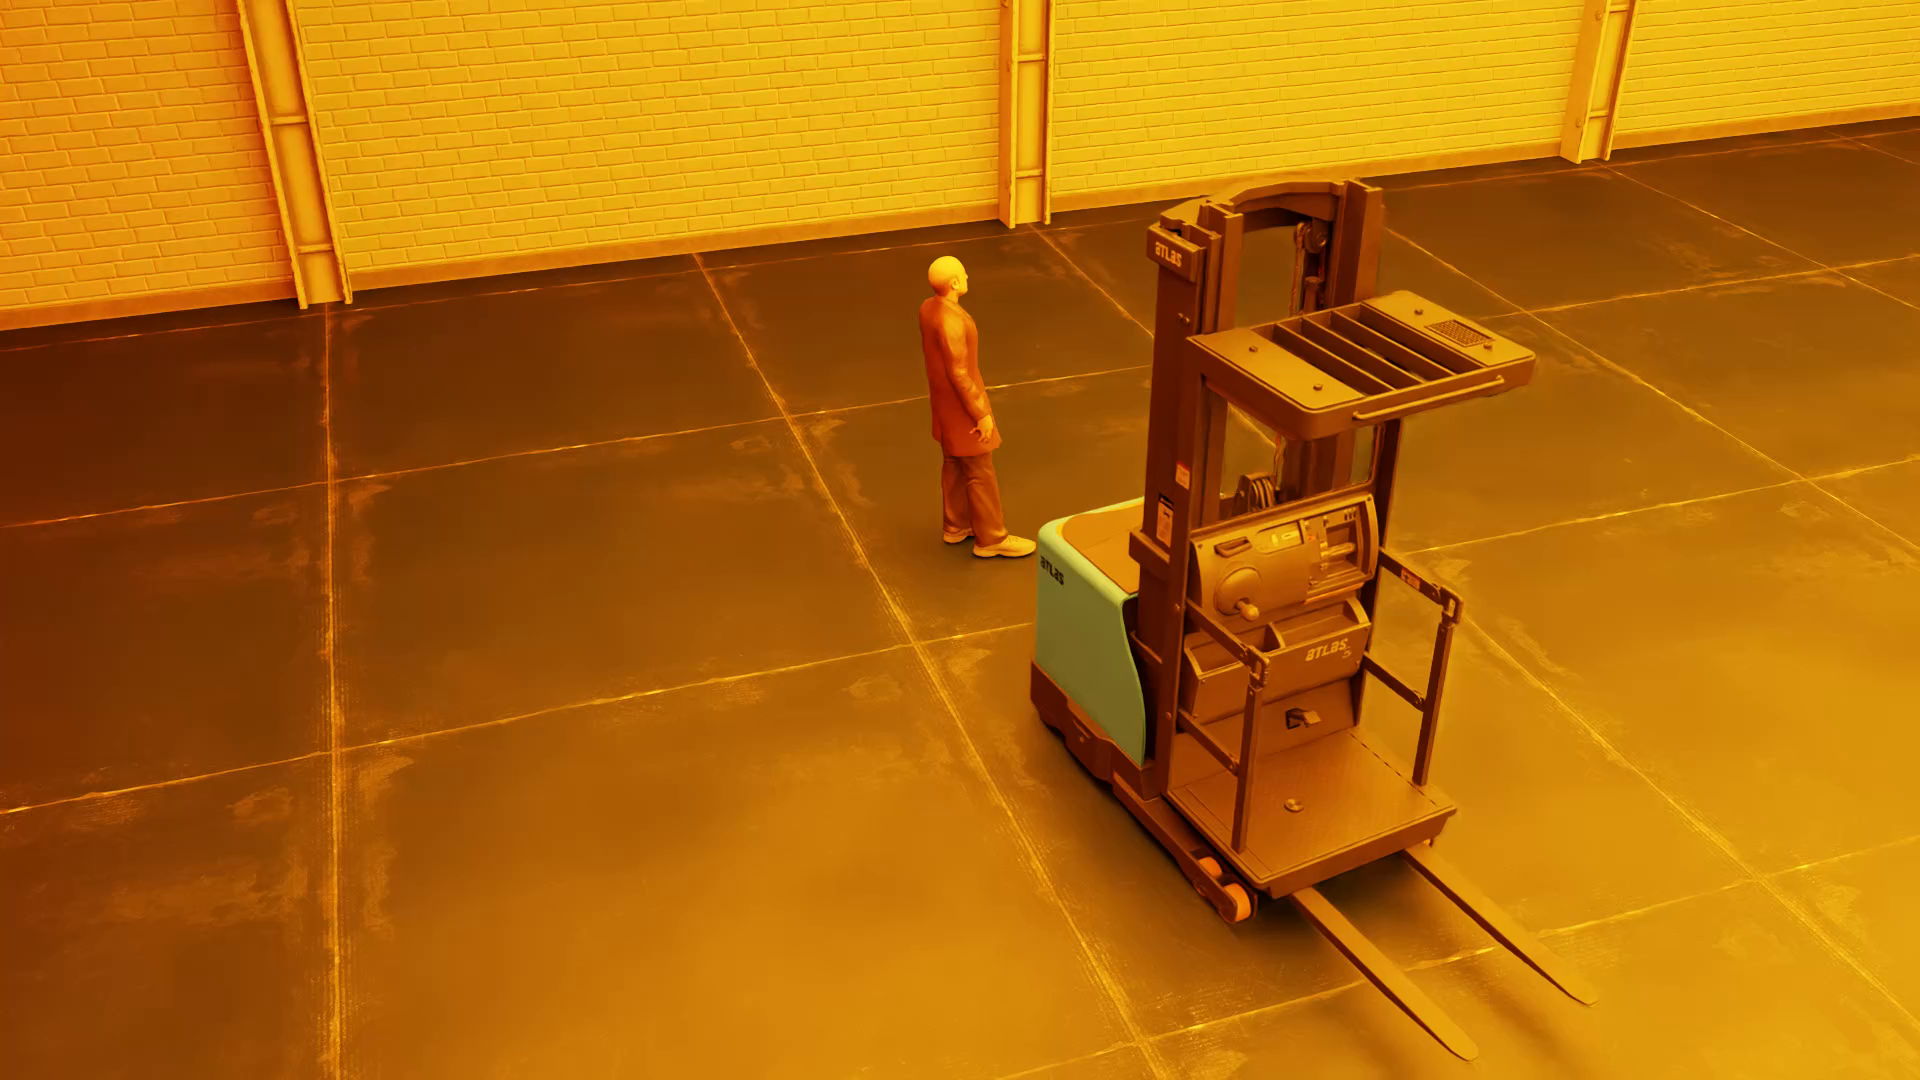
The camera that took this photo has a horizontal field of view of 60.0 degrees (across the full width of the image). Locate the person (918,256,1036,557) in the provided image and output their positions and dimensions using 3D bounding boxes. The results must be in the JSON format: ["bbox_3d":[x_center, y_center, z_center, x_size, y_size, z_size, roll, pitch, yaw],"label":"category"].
[{"bbox_3d":[0.088,-0.790,9.601,0.579,1.777,0.698,-10,31,-16],"label":"person"}]

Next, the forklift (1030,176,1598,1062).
[{"bbox_3d":[1.488,0.121,6.877,1.130,2.935,3.031,-15,33,-24],"label":"forklift"}]
